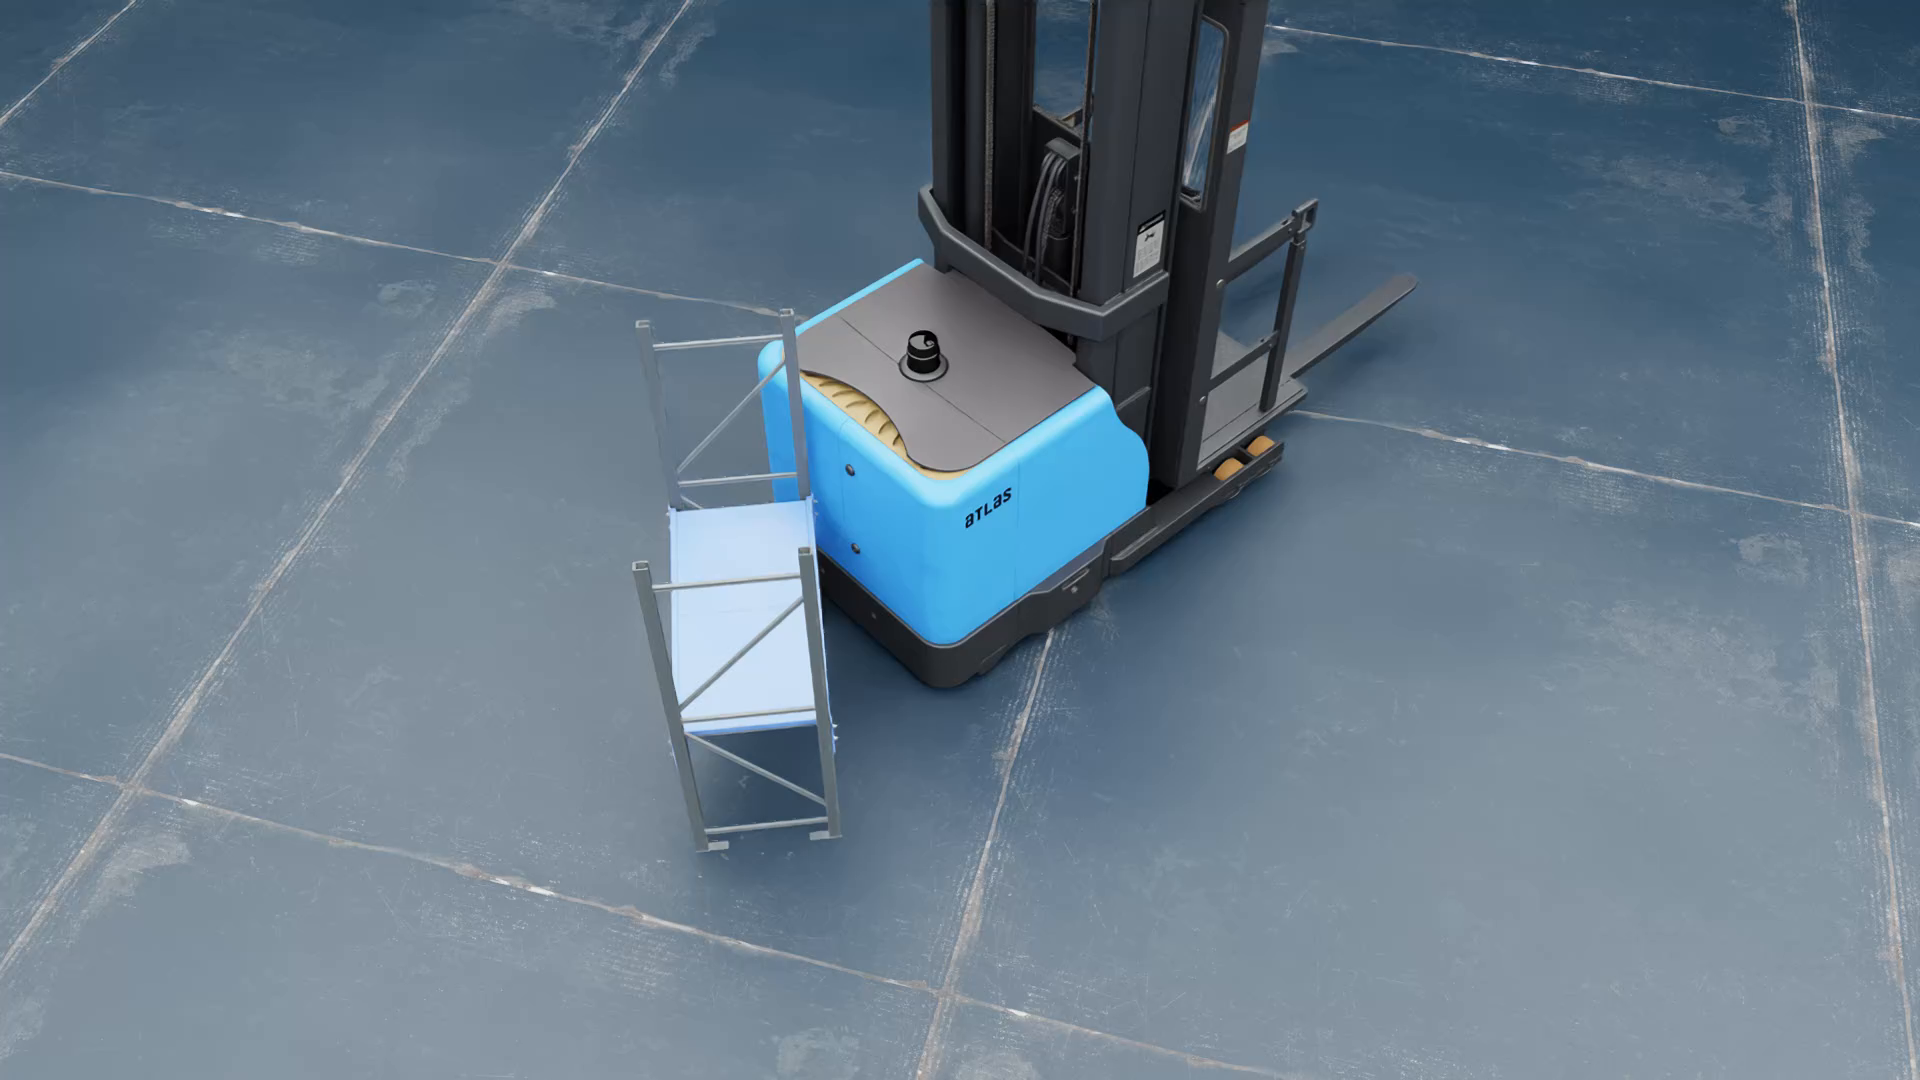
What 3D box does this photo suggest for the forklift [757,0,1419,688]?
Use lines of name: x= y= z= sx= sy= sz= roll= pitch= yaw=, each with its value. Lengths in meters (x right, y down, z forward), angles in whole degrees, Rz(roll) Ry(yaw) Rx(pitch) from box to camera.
forklift: x=0.700 y=-1.402 z=5.951 sx=3.031 sy=2.935 sz=1.130 roll=-34 pitch=57 yaw=-26

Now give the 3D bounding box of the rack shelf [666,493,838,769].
rack shelf: x=-0.720 y=0.287 z=5.655 sx=0.538 sy=0.185 sz=1.000 roll=-5 pitch=49 yaw=-5

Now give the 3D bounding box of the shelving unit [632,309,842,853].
shelving unit: x=-0.720 y=0.168 z=5.520 sx=0.538 sy=1.500 sz=1.048 roll=-5 pitch=49 yaw=-5

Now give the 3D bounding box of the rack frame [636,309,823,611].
rack frame: x=-0.781 y=-0.210 z=5.854 sx=0.500 sy=1.500 sz=0.032 roll=-5 pitch=49 yaw=-5

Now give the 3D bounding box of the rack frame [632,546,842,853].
rack frame: x=-0.659 y=0.546 z=5.186 sx=0.500 sy=1.500 sz=0.032 roll=-5 pitch=49 yaw=-5
